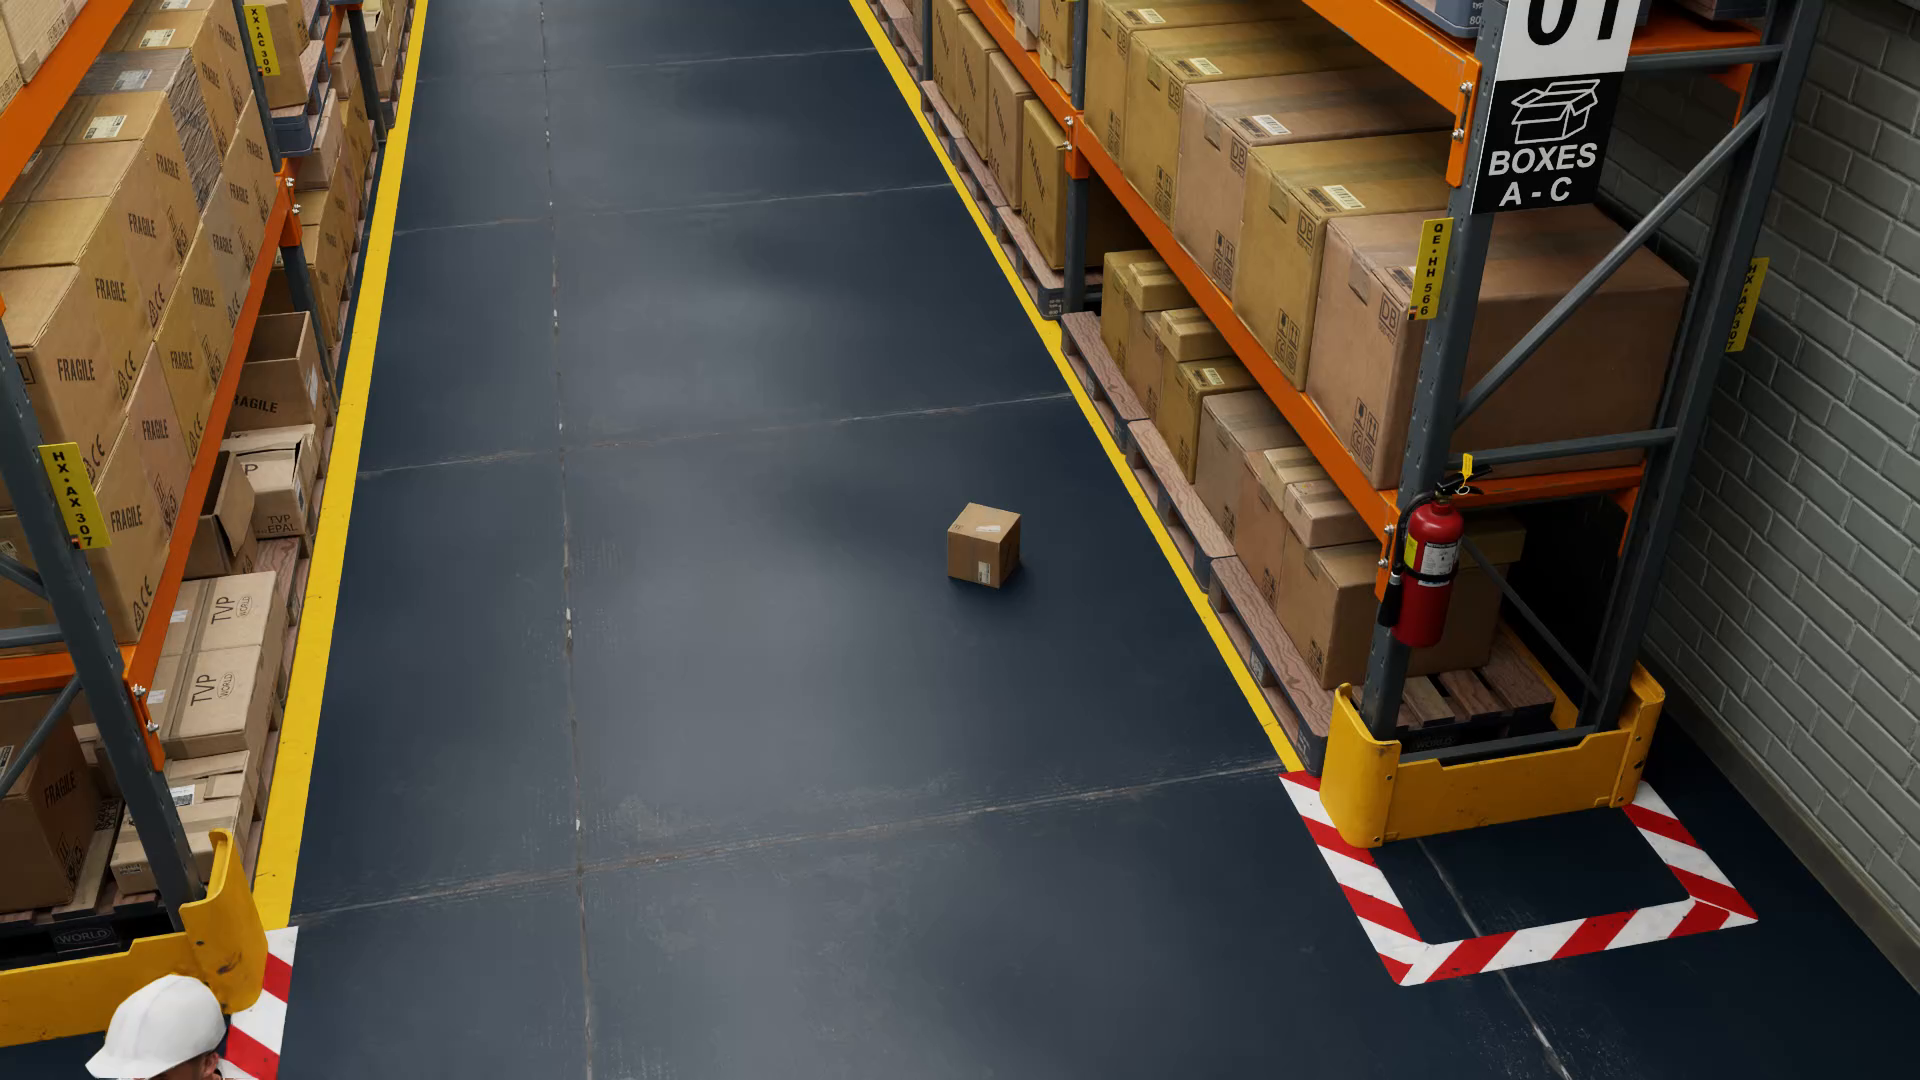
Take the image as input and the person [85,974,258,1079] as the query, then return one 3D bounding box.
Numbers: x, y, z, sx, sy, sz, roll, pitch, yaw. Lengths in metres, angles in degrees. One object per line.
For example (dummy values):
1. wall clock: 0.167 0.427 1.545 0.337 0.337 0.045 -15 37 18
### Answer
1. person: -1.611 1.639 3.699 0.525 1.749 1.018 17 38 24
